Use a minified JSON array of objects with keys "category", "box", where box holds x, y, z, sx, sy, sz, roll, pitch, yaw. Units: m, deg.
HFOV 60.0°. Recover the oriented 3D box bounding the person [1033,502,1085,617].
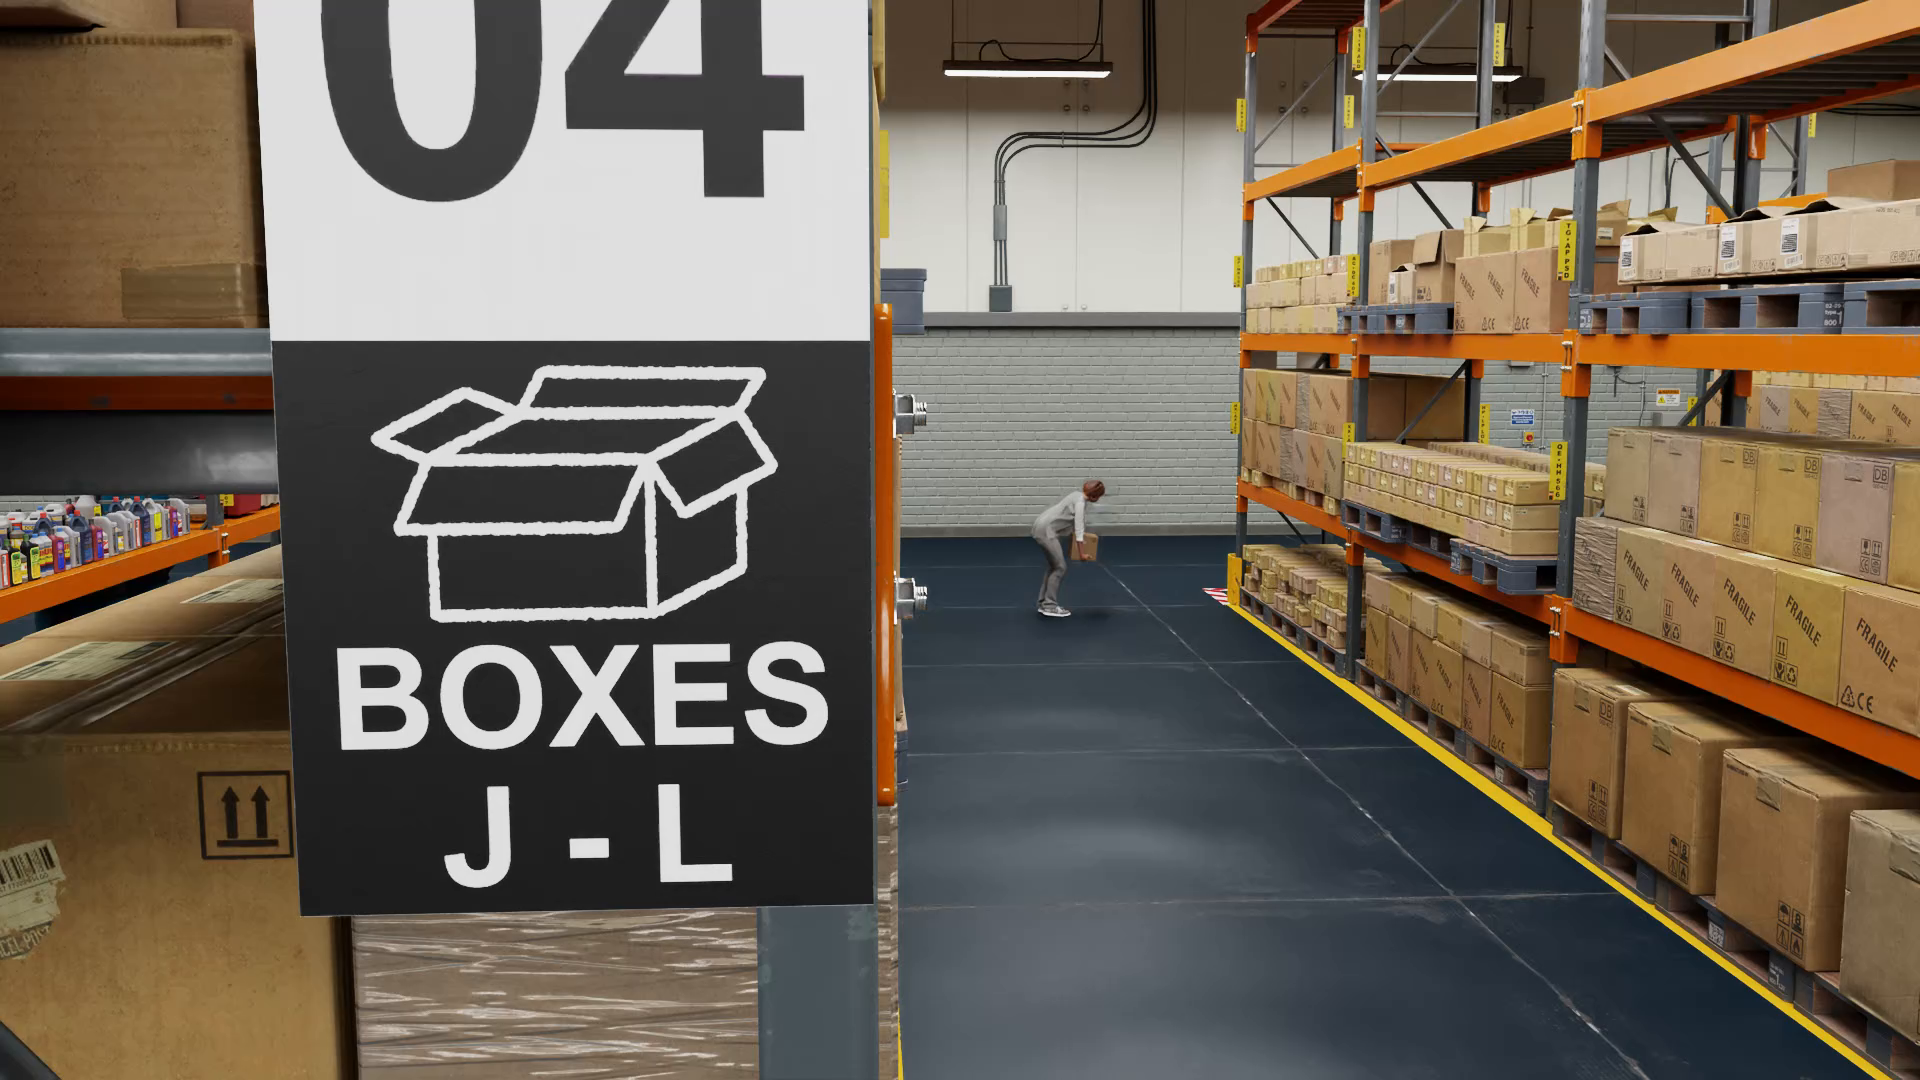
[{"category":"person","box":[0.982,0.153,16.645,0.511,1.213,0.373,-1,7,-5]}]
